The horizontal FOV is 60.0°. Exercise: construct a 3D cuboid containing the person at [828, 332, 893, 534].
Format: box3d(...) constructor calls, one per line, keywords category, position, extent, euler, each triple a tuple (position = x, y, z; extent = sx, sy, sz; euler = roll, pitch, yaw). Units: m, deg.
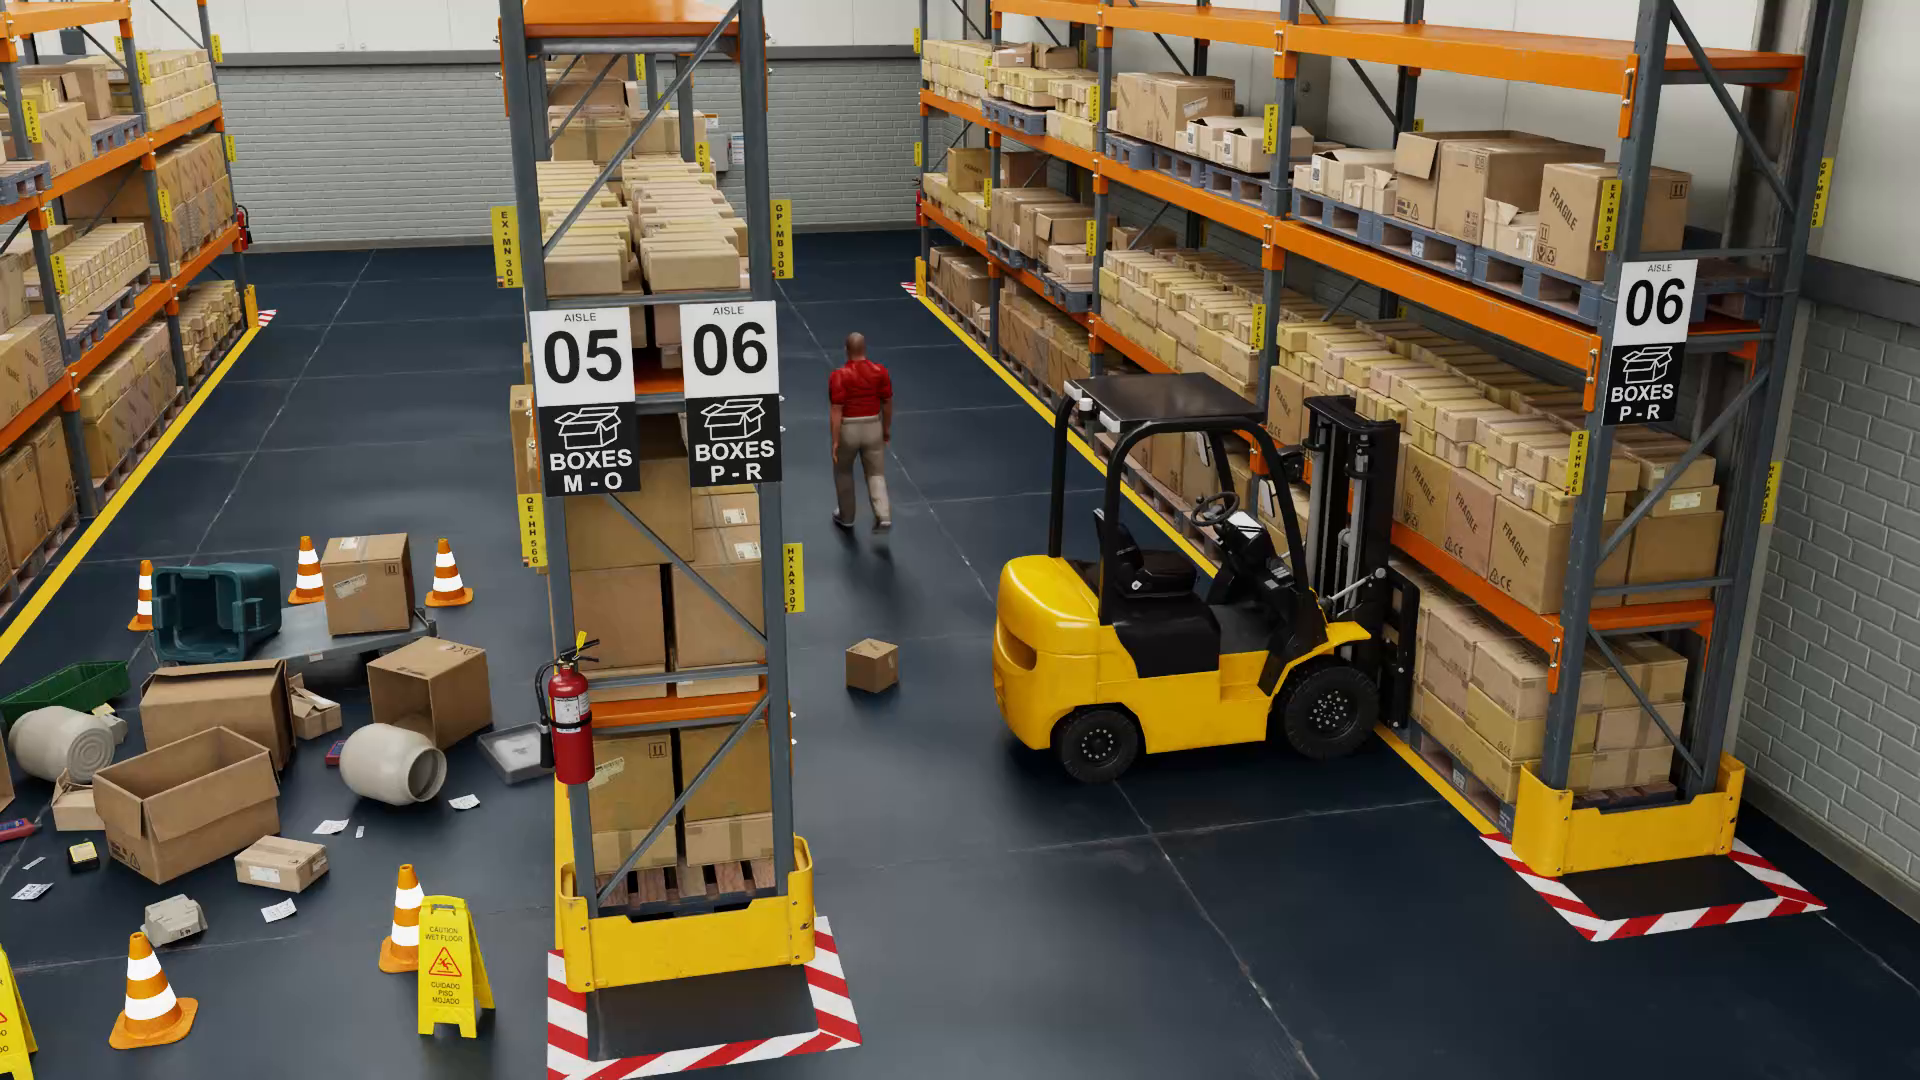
box3d(category="person", position=(-0.804, -0.863, 13.515), extent=(0.547, 1.683, 0.937), euler=(-6, 20, -17))
